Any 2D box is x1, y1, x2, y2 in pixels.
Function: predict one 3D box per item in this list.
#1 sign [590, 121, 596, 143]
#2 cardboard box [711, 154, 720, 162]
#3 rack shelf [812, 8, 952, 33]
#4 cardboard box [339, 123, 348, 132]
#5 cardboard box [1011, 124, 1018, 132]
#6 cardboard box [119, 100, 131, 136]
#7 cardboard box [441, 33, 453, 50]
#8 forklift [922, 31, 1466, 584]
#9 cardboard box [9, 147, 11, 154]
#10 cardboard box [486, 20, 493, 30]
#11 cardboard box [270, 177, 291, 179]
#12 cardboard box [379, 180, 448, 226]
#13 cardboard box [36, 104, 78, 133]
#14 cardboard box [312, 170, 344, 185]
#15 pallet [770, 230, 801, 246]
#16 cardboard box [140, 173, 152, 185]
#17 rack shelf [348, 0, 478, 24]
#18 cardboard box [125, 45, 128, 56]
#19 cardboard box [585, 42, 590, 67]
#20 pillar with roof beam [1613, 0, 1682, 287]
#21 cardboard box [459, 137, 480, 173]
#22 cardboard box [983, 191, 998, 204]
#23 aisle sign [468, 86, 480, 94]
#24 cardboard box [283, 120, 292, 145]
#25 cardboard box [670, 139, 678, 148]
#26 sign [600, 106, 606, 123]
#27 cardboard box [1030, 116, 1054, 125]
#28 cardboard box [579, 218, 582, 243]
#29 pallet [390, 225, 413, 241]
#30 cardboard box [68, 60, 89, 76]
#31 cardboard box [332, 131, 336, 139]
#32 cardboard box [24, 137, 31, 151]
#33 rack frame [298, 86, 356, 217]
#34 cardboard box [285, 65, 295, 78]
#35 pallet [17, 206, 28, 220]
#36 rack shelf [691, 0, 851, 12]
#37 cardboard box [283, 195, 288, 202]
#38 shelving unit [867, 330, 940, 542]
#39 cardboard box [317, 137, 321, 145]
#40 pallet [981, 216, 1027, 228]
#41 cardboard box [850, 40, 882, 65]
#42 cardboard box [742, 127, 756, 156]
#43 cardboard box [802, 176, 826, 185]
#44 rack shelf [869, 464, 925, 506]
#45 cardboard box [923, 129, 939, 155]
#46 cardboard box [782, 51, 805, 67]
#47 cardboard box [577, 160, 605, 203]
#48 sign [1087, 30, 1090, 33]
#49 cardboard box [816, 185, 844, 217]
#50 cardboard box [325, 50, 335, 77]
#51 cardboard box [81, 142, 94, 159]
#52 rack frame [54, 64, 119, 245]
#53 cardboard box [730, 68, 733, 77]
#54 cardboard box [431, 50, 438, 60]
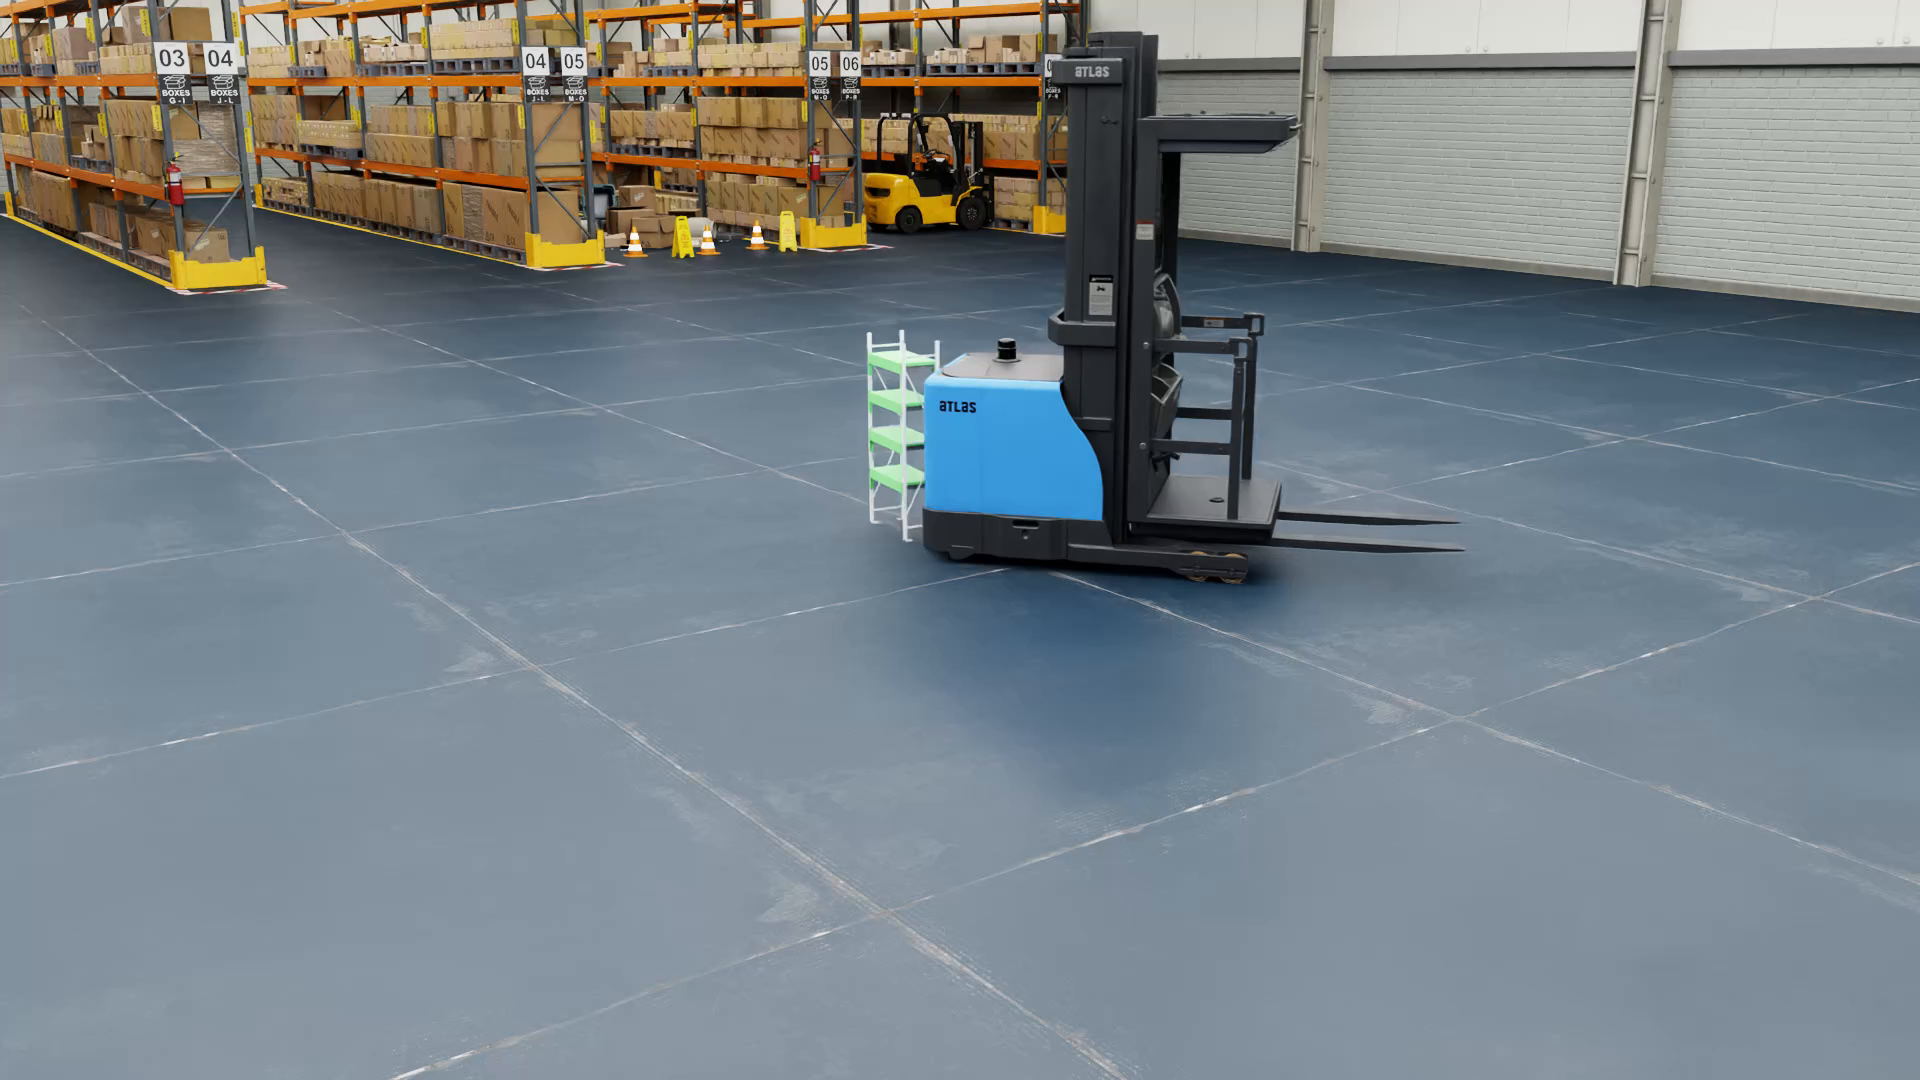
[{"bbox_3d":[-5.606,-6.224,25.343,0.100,0.325,0.005,-11,19,-35],"label":"sign"},{"bbox_3d":[-4.349,-7.043,30.603,0.380,0.149,0.250,-10,18,-33],"label":"cardboard box"},{"bbox_3d":[-1.629,-10.879,34.899,1.077,0.370,4.000,-11,19,-35],"label":"rack shelf"},{"bbox_3d":[-11.567,-7.847,31.618,0.380,0.149,0.250,-11,19,-35],"label":"cardboard box"},{"bbox_3d":[1.191,-7.751,31.294,0.380,0.149,0.250,-10,18,-34],"label":"cardboard box"},{"bbox_3d":[-11.834,-6.114,24.085,0.500,0.500,0.500,-11,19,-35],"label":"cardboard box"},{"bbox_3d":[-8.051,-8.051,26.862,0.500,0.250,0.500,-11,19,-35],"label":"cardboard box"},{"bbox_3d":[1.357,-1.326,9.368,3.031,2.935,1.130,4,16,13],"label":"forklift"},{"bbox_3d":[-19.138,-7.938,33.874,0.380,0.149,0.250,-11,19,-35],"label":"cardboard box"},{"bbox_3d":[-6.981,-7.827,25.288,0.380,0.149,0.250,-10,18,-34],"label":"cardboard box"},{"bbox_3d":[-15.173,-8.009,37.135,0.380,0.149,0.250,-10,18,-34],"label":"cardboard box"},{"bbox_3d":[-9.960,-6.179,30.435,1.050,0.750,0.750,-11,19,-34],"label":"cardboard box"},{"bbox_3d":[-16.803,-7.894,31.147,0.797,0.503,0.637,-11,19,-36],"label":"cardboard box"},{"bbox_3d":[-12.893,-7.405,33.969,0.500,0.250,0.500,-12,19,-37],"label":"cardboard box"},{"bbox_3d":[-2.608,-5.323,29.125,1.003,0.211,1.213,-11,19,-35],"label":"pallet"},{"bbox_3d":[-11.431,-5.146,23.673,0.380,0.149,0.250,-11,19,-35],"label":"cardboard box"},{"bbox_3d":[-9.586,-9.318,29.195,1.077,0.370,4.000,-11,19,-35],"label":"rack shelf"},{"bbox_3d":[-11.564,-6.916,23.510,0.380,0.149,0.250,-10,18,-33],"label":"cardboard box"},{"bbox_3d":[-7.553,-10.061,34.486,0.700,0.500,0.500,-12,19,-37],"label":"cardboard box"},{"bbox_3d":[5.792,-7.196,19.321,9.100,9.000,0.400,-11,19,-35],"label":"pillar with roof beam"},{"bbox_3d":[-7.620,-6.285,27.074,0.875,0.550,0.550,-11,19,-35],"label":"cardboard box"},{"bbox_3d":[0.753,-6.633,32.094,0.500,0.250,0.500,-11,19,-36],"label":"cardboard box"},{"bbox_3d":[-11.798,-11.114,40.076,0.394,0.787,0.004,-11,19,-35],"label":"aisle sign"},{"bbox_3d":[-13.931,-8.608,35.091,0.500,0.500,0.500,-11,19,-36],"label":"cardboard box"},{"bbox_3d":[-5.313,-7.584,31.784,0.380,0.149,0.250,-11,19,-35],"label":"cardboard box"},{"bbox_3d":[-7.265,-8.653,33.815,0.100,0.325,0.005,-11,19,-35],"label":"sign"},{"bbox_3d":[1.518,-7.793,30.884,0.380,0.149,0.250,-11,19,-34],"label":"cardboard box"},{"bbox_3d":[-6.667,-5.161,27.979,0.500,0.500,0.500,-7,17,-25],"label":"cardboard box"},{"bbox_3d":[-9.646,-5.606,30.159,1.003,0.211,1.213,-11,19,-35],"label":"pallet"},{"bbox_3d":[-14.152,-7.660,26.982,0.500,0.250,0.500,-10,18,-33],"label":"cardboard box"},{"bbox_3d":[-11.883,-7.817,32.072,0.380,0.149,0.250,-11,19,-34],"label":"cardboard box"},{"bbox_3d":[-17.657,-7.622,31.962,0.500,0.250,0.500,-11,19,-36],"label":"cardboard box"},{"bbox_3d":[-13.114,-8.245,34.520,1.000,3.000,0.127,-11,19,-35],"label":"rack frame"},{"bbox_3d":[-13.621,-9.683,34.374,0.500,0.250,0.500,-10,18,-33],"label":"cardboard box"},{"bbox_3d":[-19.004,-6.848,34.696,1.003,0.211,1.213,-11,19,-35],"label":"pallet"},{"bbox_3d":[-3.290,-9.445,28.908,1.077,0.370,4.000,-11,19,-35],"label":"rack shelf"},{"bbox_3d":[-14.496,-7.437,36.172,0.380,0.149,0.250,-11,19,-35],"label":"cardboard box"},{"bbox_3d":[-0.345,-0.641,10.147,0.258,1.200,0.503,-8,17,-26],"label":"shelving unit"},{"bbox_3d":[-12.482,-7.893,32.914,0.380,0.149,0.250,-11,19,-36],"label":"cardboard box"},{"bbox_3d":[0.702,-6.316,32.754,1.003,0.211,1.213,-11,19,-35],"label":"pallet"},{"bbox_3d":[-1.977,-10.288,35.128,0.500,0.500,0.500,-10,18,-33],"label":"cardboard box"},{"bbox_3d":[-3.521,-7.064,29.451,0.500,0.500,0.500,-11,19,-34],"label":"cardboard box"},{"bbox_3d":[-3.227,-8.006,37.586,0.500,0.500,0.500,-10,18,-33],"label":"cardboard box"},{"bbox_3d":[-0.345,-0.348,10.227,0.258,0.148,0.480,-8,17,-26],"label":"rack shelf"},{"bbox_3d":[-0.403,-8.011,33.475,0.500,0.500,0.500,-12,19,-36],"label":"cardboard box"},{"bbox_3d":[-2.633,-8.058,27.875,0.500,0.250,0.500,-11,19,-35],"label":"cardboard box"},{"bbox_3d":[-7.678,-7.710,35.795,0.875,0.875,0.875,-11,19,-34],"label":"cardboard box"},{"bbox_3d":[2.351,-9.236,30.650,0.100,0.325,0.005,-11,19,-35],"label":"sign"},{"bbox_3d":[-2.379,-5.931,29.057,0.500,0.500,0.500,-12,19,-36],"label":"cardboard box"},{"bbox_3d":[-11.899,-9.181,32.067,0.500,0.500,0.500,-11,19,-35],"label":"cardboard box"},{"bbox_3d":[-14.034,-6.380,27.192,0.500,0.250,0.500,-12,19,-36],"label":"cardboard box"},{"bbox_3d":[-14.834,-6.643,28.665,1.000,3.000,0.127,-11,19,-35],"label":"rack frame"},{"bbox_3d":[-3.874,-8.329,29.620,0.380,0.149,0.250,-12,19,-36],"label":"cardboard box"},{"bbox_3d":[-8.471,-7.983,27.371,0.380,0.149,0.250,-11,19,-35],"label":"cardboard box"}]
